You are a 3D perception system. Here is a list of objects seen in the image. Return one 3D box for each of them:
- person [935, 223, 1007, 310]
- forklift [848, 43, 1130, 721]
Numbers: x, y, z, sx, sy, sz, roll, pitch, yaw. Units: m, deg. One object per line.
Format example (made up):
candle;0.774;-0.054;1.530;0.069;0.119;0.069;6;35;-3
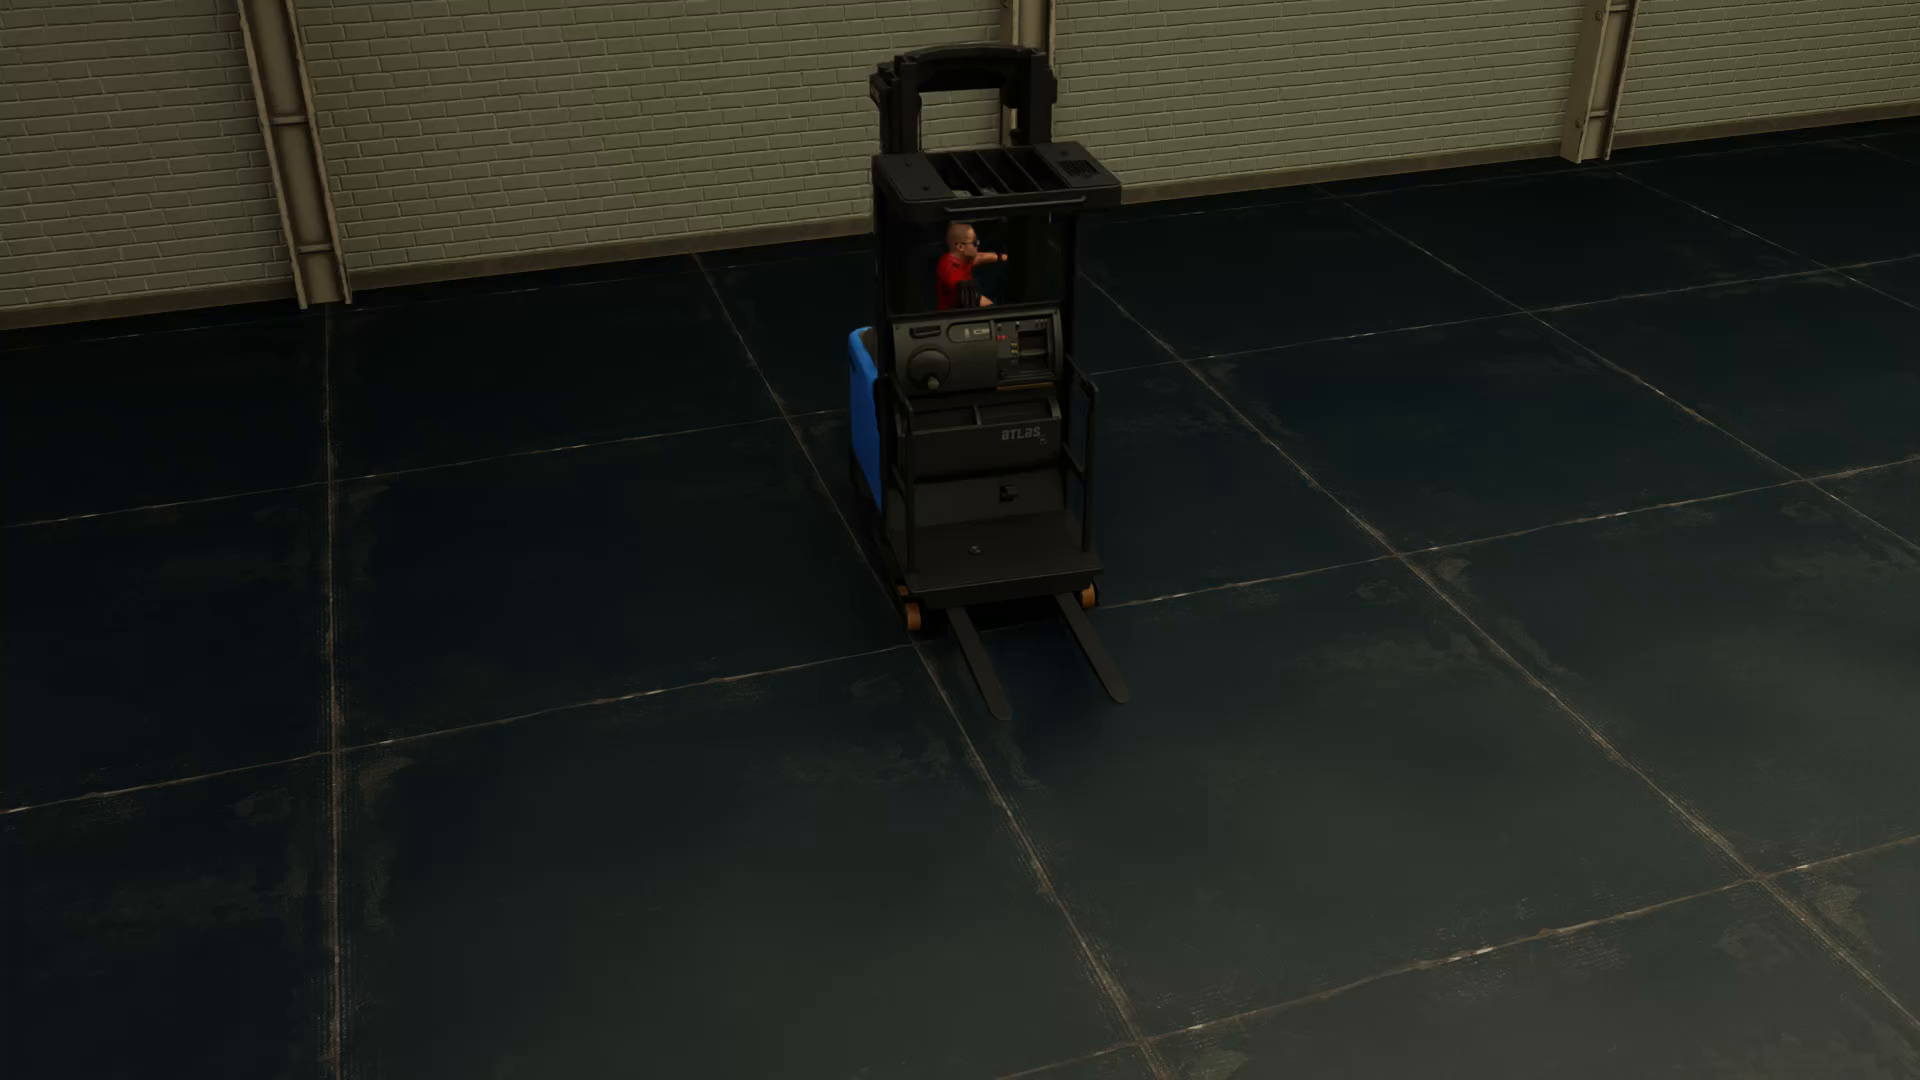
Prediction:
person;0.237;-1.359;10.933;0.808;1.490;1.011;-6;31;-11
forklift;0.152;-0.975;8.782;1.130;2.935;3.031;-7;31;-12
